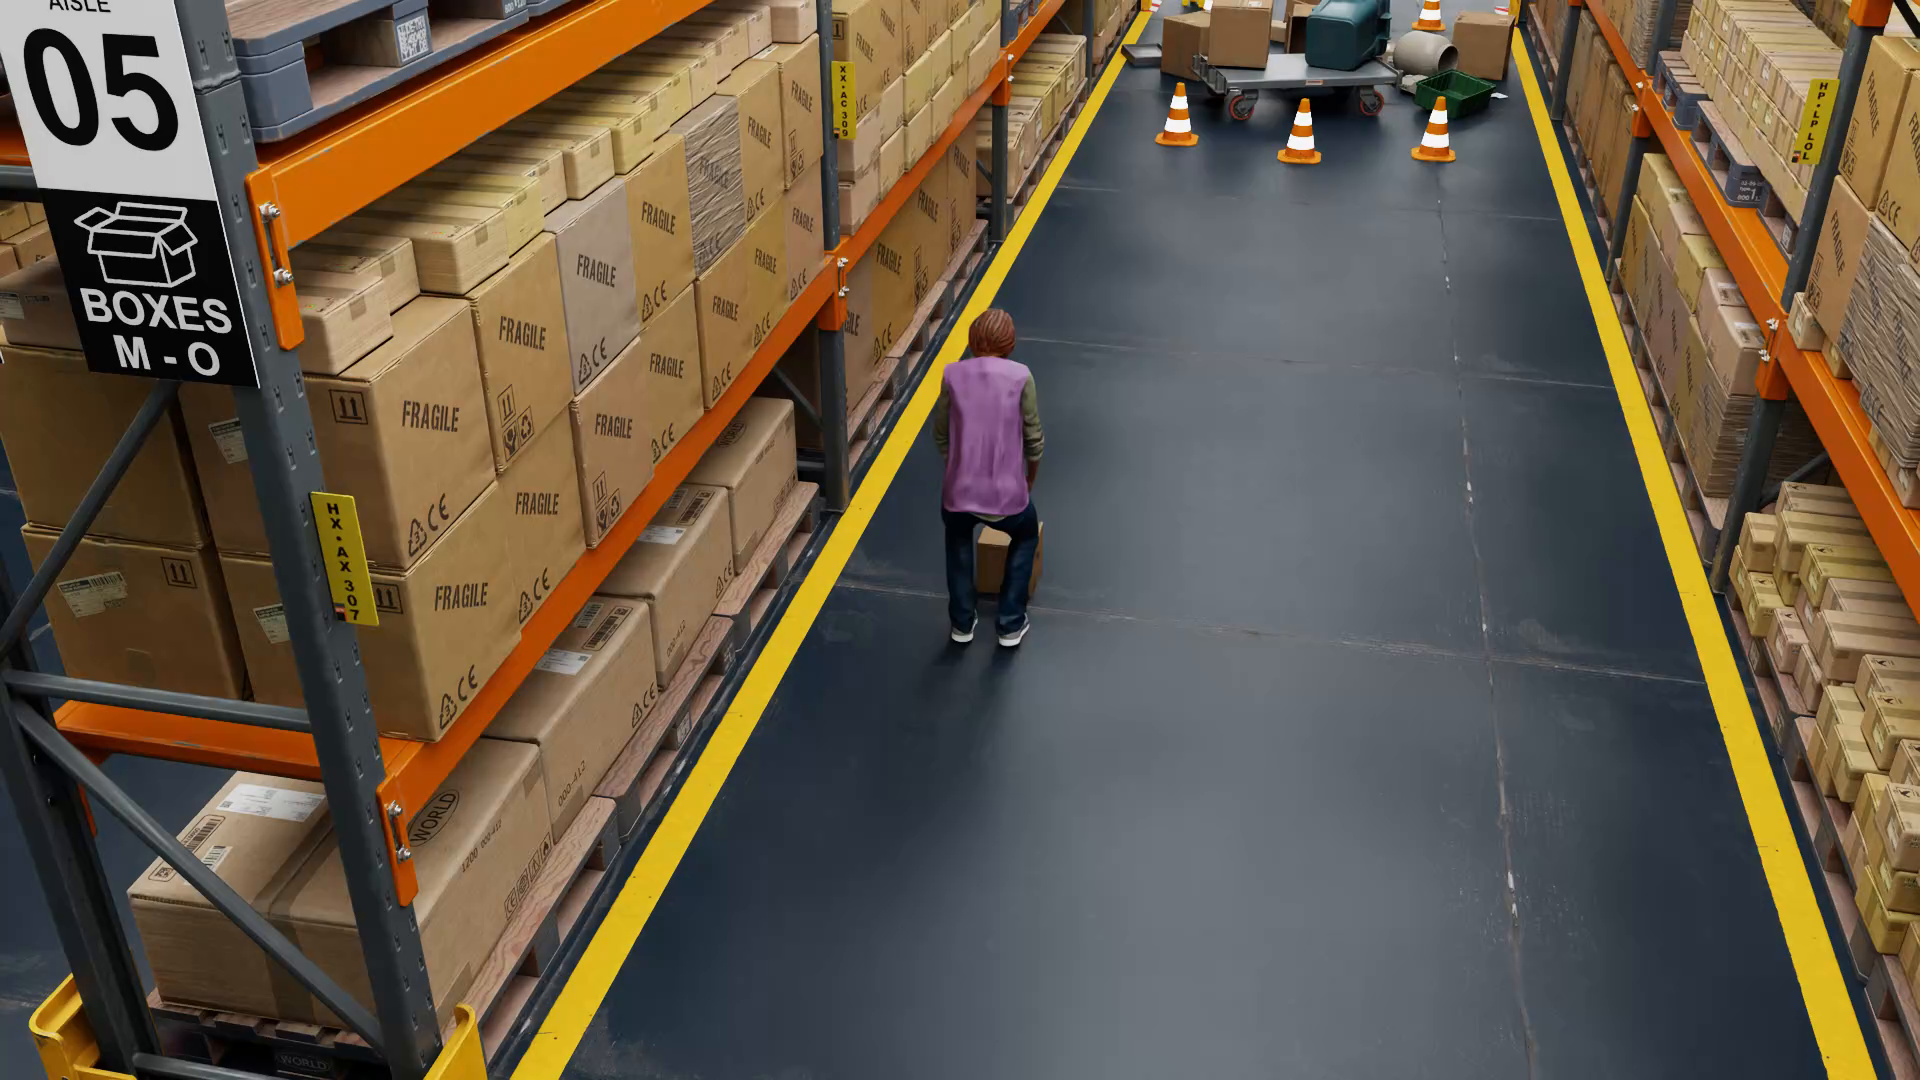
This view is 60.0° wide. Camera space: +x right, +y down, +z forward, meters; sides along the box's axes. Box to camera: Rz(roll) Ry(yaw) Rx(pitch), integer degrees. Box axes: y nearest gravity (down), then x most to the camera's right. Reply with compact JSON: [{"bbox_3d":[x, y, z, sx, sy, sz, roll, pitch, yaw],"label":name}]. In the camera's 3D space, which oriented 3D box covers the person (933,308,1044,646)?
[{"bbox_3d":[0.096,-0.212,6.768,0.460,1.361,0.601,6,30,11],"label":"person"}]
